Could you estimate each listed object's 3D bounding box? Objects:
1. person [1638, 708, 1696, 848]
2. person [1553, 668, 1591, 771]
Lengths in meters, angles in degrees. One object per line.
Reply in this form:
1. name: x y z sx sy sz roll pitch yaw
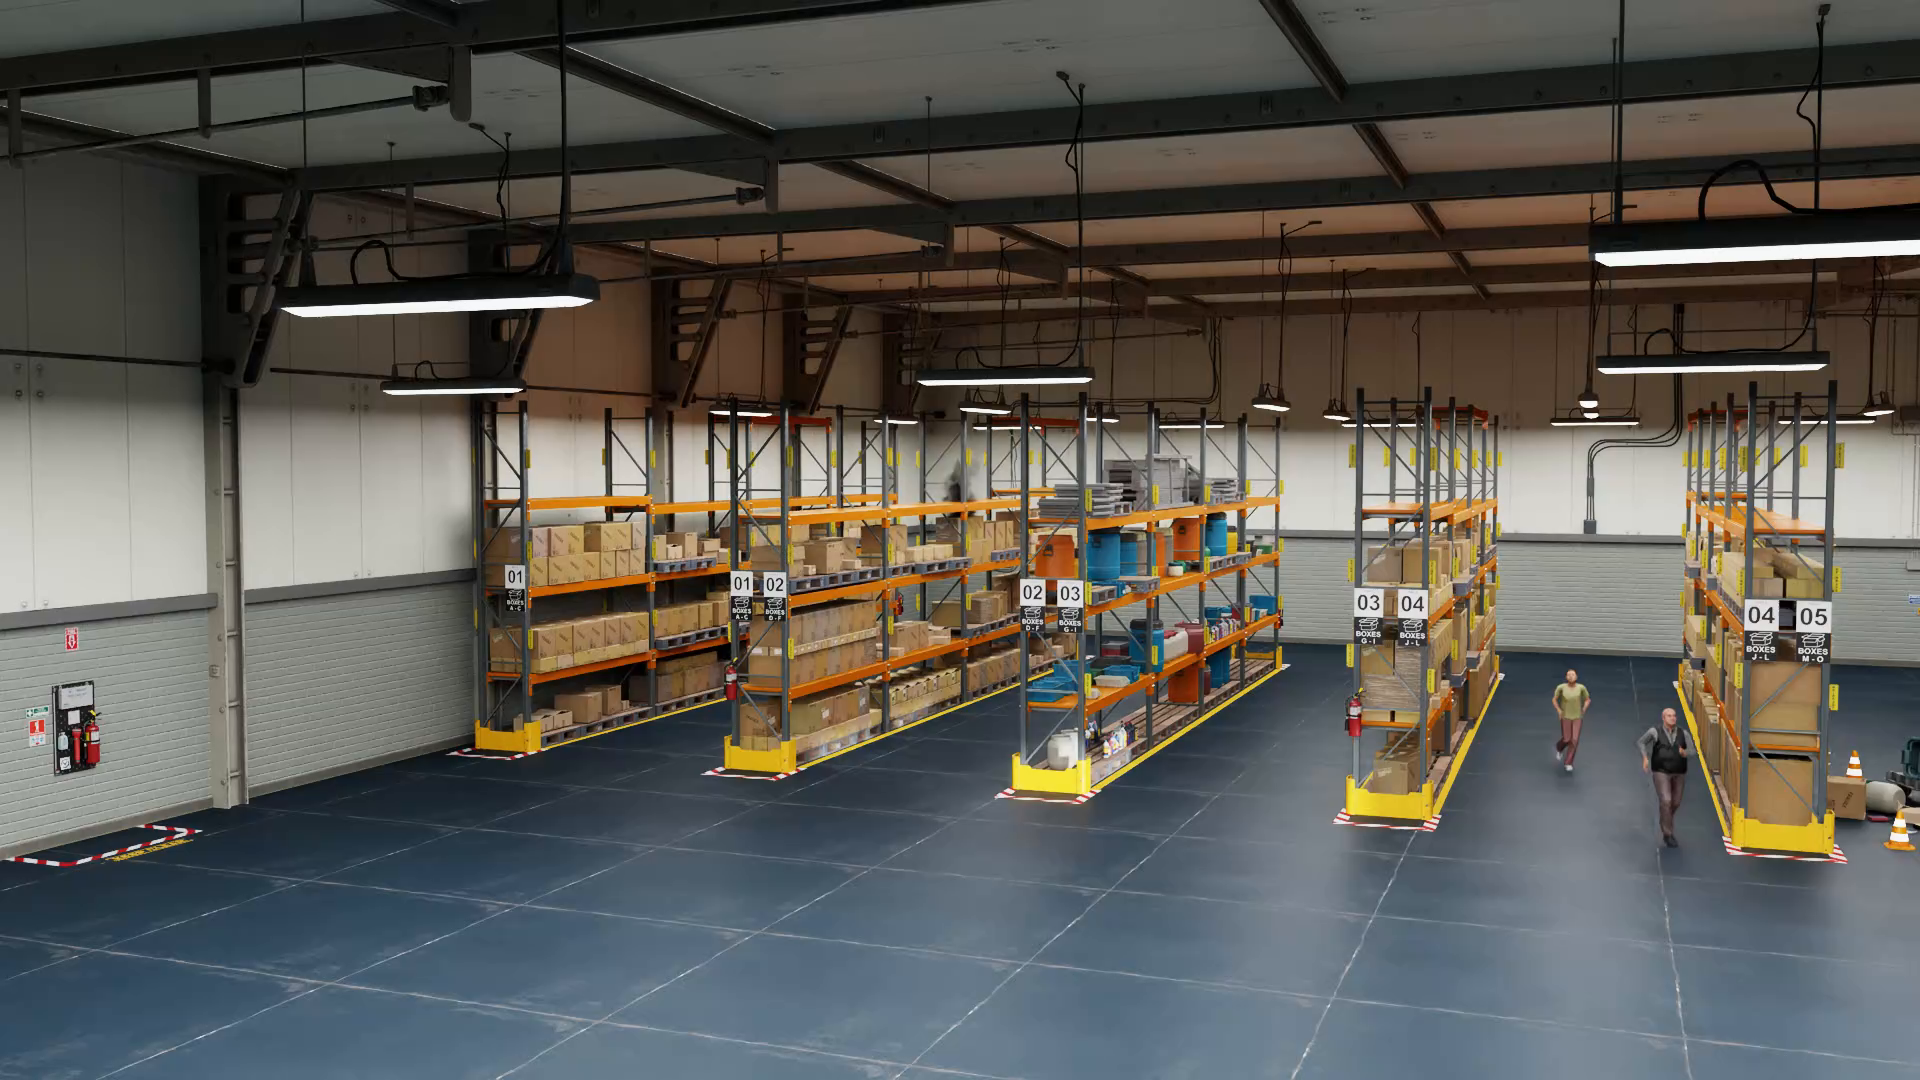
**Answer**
1. person: 9.245 3.061 21.681 0.647 1.726 0.899 0 3 3
2. person: 9.888 2.885 26.885 0.574 1.639 0.586 1 3 13
